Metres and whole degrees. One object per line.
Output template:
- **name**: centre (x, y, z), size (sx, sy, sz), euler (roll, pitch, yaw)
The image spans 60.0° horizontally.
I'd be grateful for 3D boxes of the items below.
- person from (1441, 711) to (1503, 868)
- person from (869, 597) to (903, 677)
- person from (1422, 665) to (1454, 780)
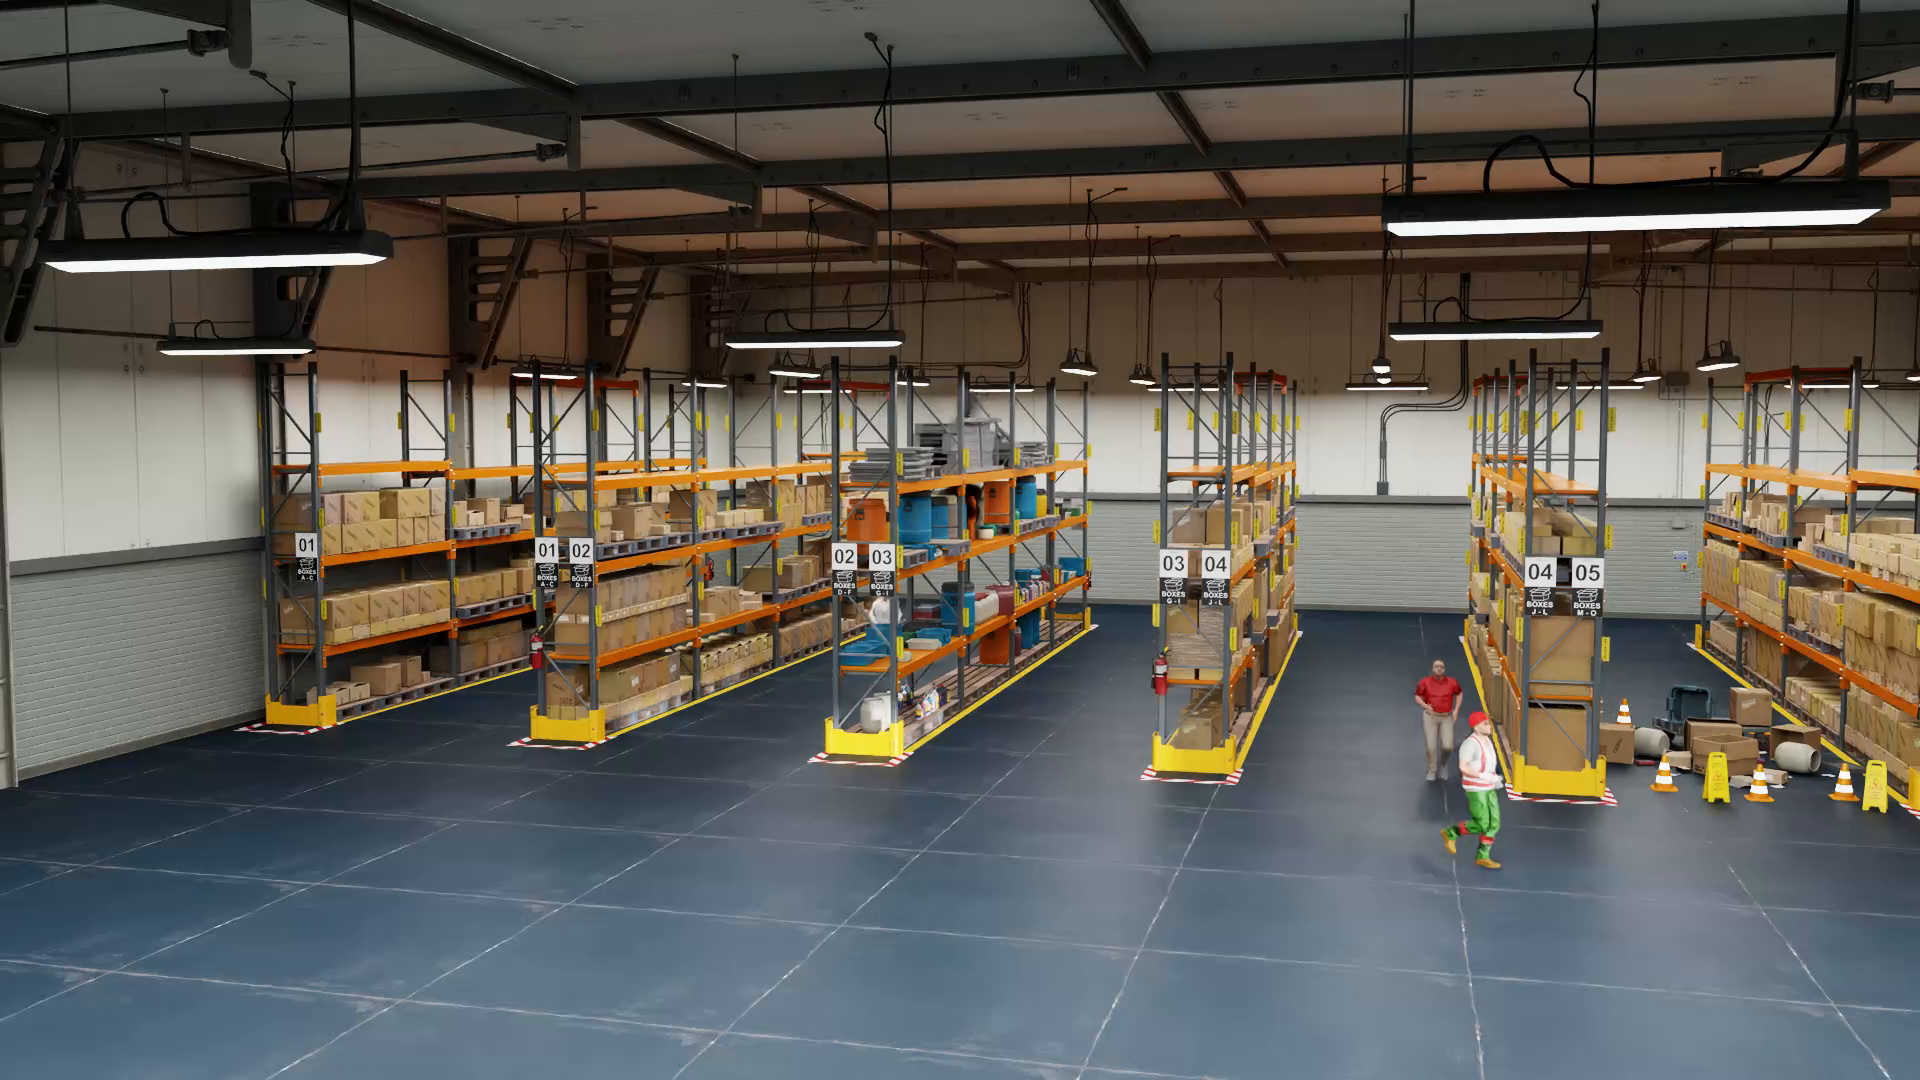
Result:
- **person**: centre (5.829, 2.803, 18.811), size (0.712, 1.748, 0.656), euler (4, 6, 43)
- **person**: centre (-1.413, 1.684, 31.245), size (0.623, 1.706, 0.725), euler (1, 4, 10)
- **person**: centre (6.671, 2.555, 23.218), size (0.422, 1.645, 0.501), euler (1, 4, 11)
